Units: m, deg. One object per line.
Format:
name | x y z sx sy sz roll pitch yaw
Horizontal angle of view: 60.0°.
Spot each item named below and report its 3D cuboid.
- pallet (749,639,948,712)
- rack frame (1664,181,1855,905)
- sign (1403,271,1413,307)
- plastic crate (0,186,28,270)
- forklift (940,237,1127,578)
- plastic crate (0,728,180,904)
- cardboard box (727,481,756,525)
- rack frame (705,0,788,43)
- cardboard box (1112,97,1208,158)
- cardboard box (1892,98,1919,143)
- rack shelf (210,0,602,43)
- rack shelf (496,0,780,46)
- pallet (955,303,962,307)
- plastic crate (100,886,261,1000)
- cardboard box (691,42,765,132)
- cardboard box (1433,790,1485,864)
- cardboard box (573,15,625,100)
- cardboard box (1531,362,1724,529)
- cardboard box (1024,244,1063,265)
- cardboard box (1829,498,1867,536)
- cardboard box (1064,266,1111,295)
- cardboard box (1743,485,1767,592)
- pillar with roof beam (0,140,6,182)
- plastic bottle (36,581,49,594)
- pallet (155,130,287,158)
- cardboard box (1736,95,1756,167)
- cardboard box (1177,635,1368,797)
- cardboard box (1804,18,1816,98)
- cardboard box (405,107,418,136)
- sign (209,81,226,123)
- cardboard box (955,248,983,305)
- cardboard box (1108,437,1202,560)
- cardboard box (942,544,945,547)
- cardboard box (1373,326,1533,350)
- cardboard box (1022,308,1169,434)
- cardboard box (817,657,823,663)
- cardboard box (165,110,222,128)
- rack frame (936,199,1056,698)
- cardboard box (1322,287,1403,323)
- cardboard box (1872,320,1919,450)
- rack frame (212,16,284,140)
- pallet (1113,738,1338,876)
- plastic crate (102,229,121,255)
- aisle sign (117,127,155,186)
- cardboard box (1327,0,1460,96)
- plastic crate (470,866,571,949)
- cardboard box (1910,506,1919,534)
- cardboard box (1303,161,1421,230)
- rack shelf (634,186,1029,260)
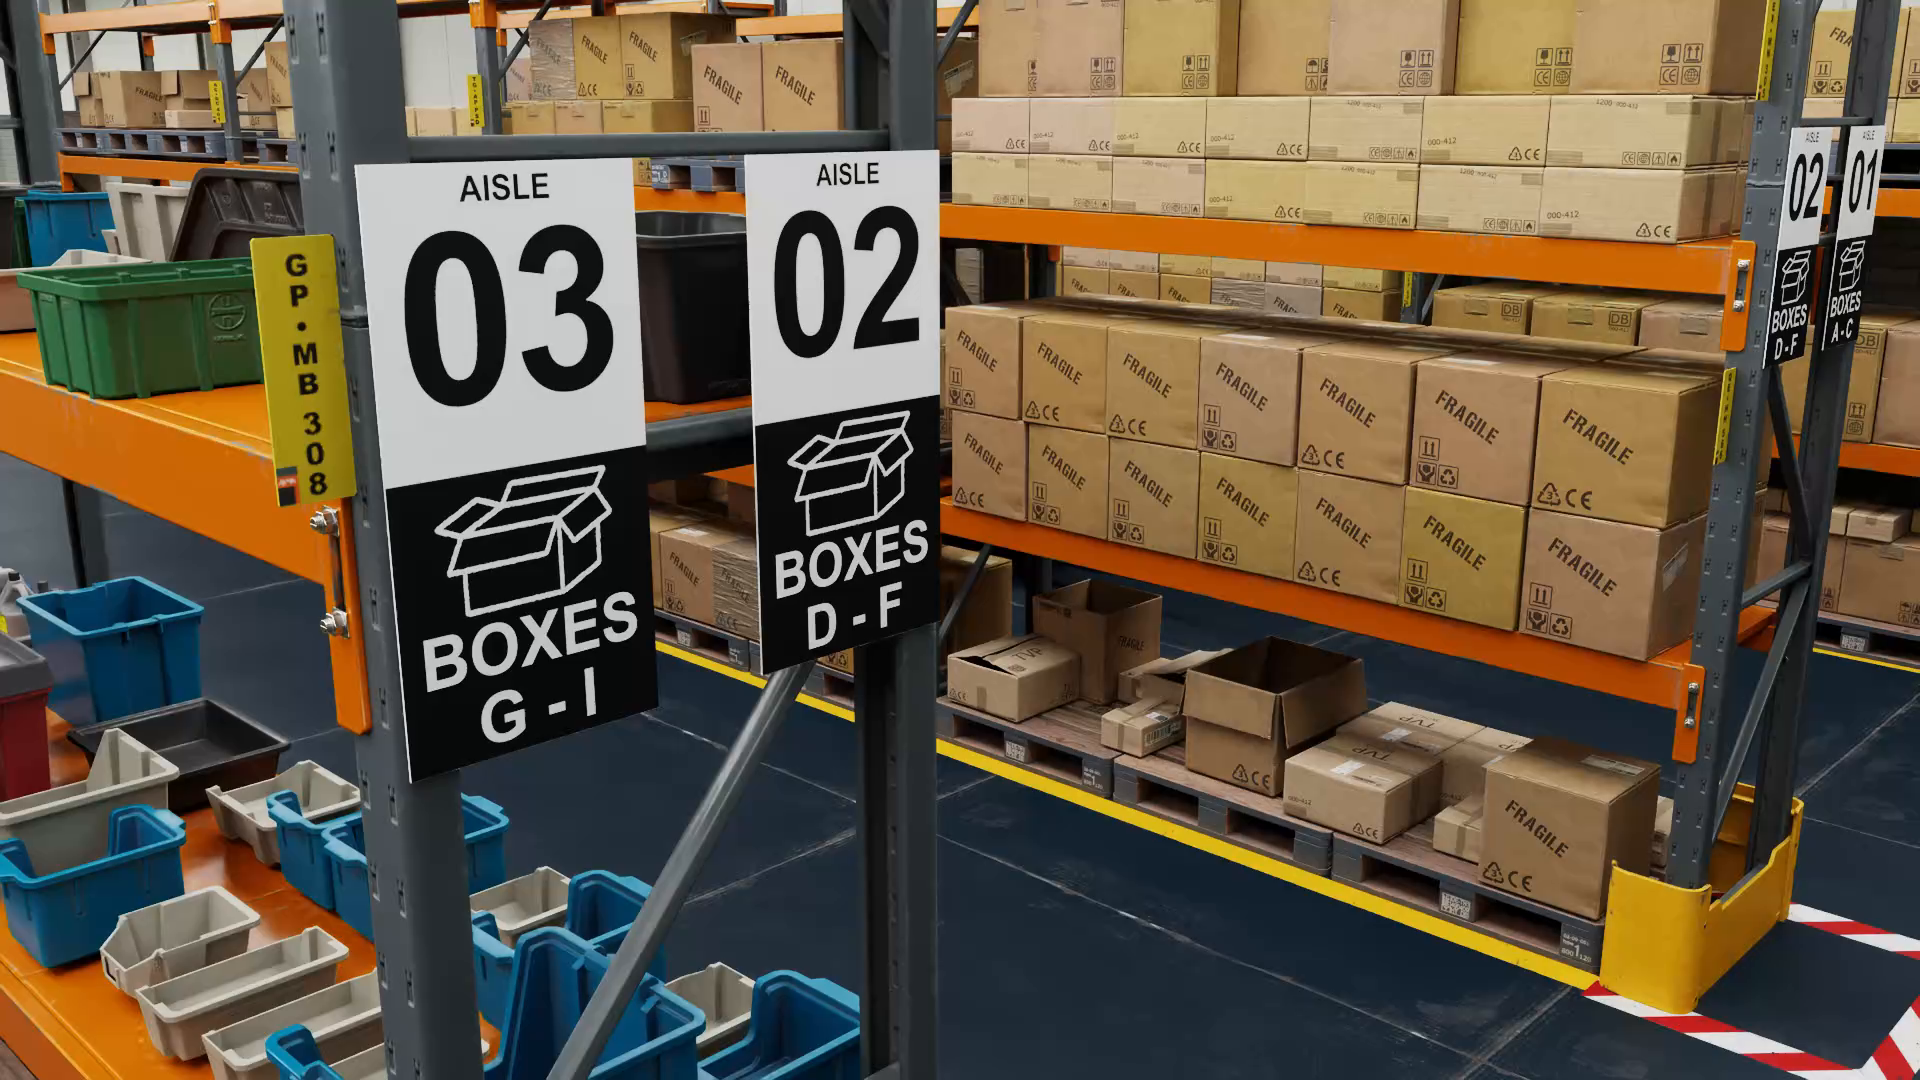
pallet | -0.480 0.708 9.796 1.213 0.211 1.003 14 20 42
rack frame | 3.012 0.194 6.238 0.127 3.000 1.000 14 20 42
sign | 3.198 -1.827 11.857 0.005 0.325 0.100 14 20 42
plastic crate | -2.605 -0.729 4.089 0.590 0.269 0.497 14 20 42
forklift | 0.410 -1.286 12.056 1.130 2.935 3.031 -13 19 -41
plastic crate | -2.337 0.722 4.330 0.530 0.282 0.437 14 20 42
cardboard box | -1.128 -0.264 10.592 0.500 0.250 0.500 13 20 41
rack frame | -2.191 -5.709 16.995 0.127 3.000 1.000 14 20 42
cardboard box | 1.023 -1.820 7.324 0.500 0.250 0.500 14 20 42
cardboard box | 5.736 -2.416 9.573 0.500 0.250 0.500 -14 20 -42
rack shelf | -4.187 -3.917 12.339 4.000 0.370 1.077 14 20 42
rack shelf | -3.631 -5.709 18.429 4.000 0.370 1.077 14 20 42
pallet | 0.101 -2.118 15.493 1.003 0.211 1.213 14 20 42
plastic crate | -1.784 0.935 3.797 0.250 0.136 0.298 14 20 42
cardboard box | -1.141 -2.592 9.752 0.600 0.600 0.600 13 19 40
cardboard box | 2.220 1.215 7.068 0.250 0.166 0.380 14 20 42
cardboard box | -2.071 -3.023 10.454 0.500 0.500 0.500 14 20 42
cardboard box | 2.500 -0.366 6.206 0.500 0.500 0.500 13 20 42
cardboard box | 0.857 -2.539 14.413 0.500 0.250 0.500 -14 20 -43
cardboard box | 5.471 -0.151 10.402 0.380 0.149 0.250 -14 20 -43
cardboard box | 1.231 -2.083 14.149 0.500 0.500 0.500 -14 20 -42
cardboard box | 2.875 0.020 6.707 0.500 0.500 0.500 -14 20 -43
pillar with roof beam | -24.232 -9.862 32.935 0.400 9.000 9.100 14 20 42
plastic bottle | -3.373 0.284 6.124 0.133 0.283 0.061 14 20 42
pallet | -6.259 -3.459 14.486 1.213 0.211 1.003 14 20 42
cardboard box | 2.822 -1.564 6.342 0.500 0.250 0.500 14 20 42
cardboard box | 1.488 0.817 7.925 0.637 0.503 0.797 14 20 42
cardboard box | 4.997 -2.957 10.161 0.500 0.500 0.500 13 19 40
cardboard box | -3.907 -3.048 12.196 0.500 0.250 0.500 13 20 41
sign | -6.011 -3.545 13.457 0.005 0.325 0.100 14 20 42
cardboard box | 0.343 -2.447 15.305 0.500 0.500 0.700 11 18 36
cardboard box | 1.039 -0.239 7.700 0.500 0.500 0.500 14 20 42
cardboard box | -0.439 0.271 10.029 0.500 0.500 0.500 14 20 43
cardboard box | 2.137 -0.642 7.266 0.500 0.500 0.500 14 20 43
cardboard box | 0.648 -0.814 7.927 0.500 0.500 0.500 13 19 40
cardboard box | -0.772 0.369 9.654 0.500 0.500 0.500 14 20 42
cardboard box | -6.685 -3.668 14.500 0.250 0.149 0.380 14 20 42
rack frame | 0.132 -0.506 8.924 0.127 3.000 1.000 14 20 42
cardboard box | 3.061 -1.643 12.459 0.500 0.500 0.500 13 20 41
cardboard box | 6.073 -0.938 9.989 0.980 0.700 0.700 -13 20 -42
rack frame | -5.627 -4.809 13.541 0.127 3.000 1.000 14 20 42
pallet | 1.508 1.178 7.994 1.213 0.211 1.003 14 20 42
plastic crate | -2.129 -0.778 4.542 0.466 0.136 0.293 14 20 42
aisle sign | -8.350 -3.929 16.905 0.004 0.787 0.394 14 20 42
cardboard box | 1.895 -2.047 6.710 0.500 0.500 0.700 14 20 42
plastic crate | -1.040 0.898 3.939 0.298 0.136 0.250 14 20 42
cardboard box | 6.103 -0.132 10.327 0.250 0.149 0.380 14 20 43
cardboard box | 1.737 -1.401 6.710 0.500 0.250 0.500 14 20 42
rack shelf | -1.308 -1.959 9.980 4.000 0.370 1.077 14 20 42
